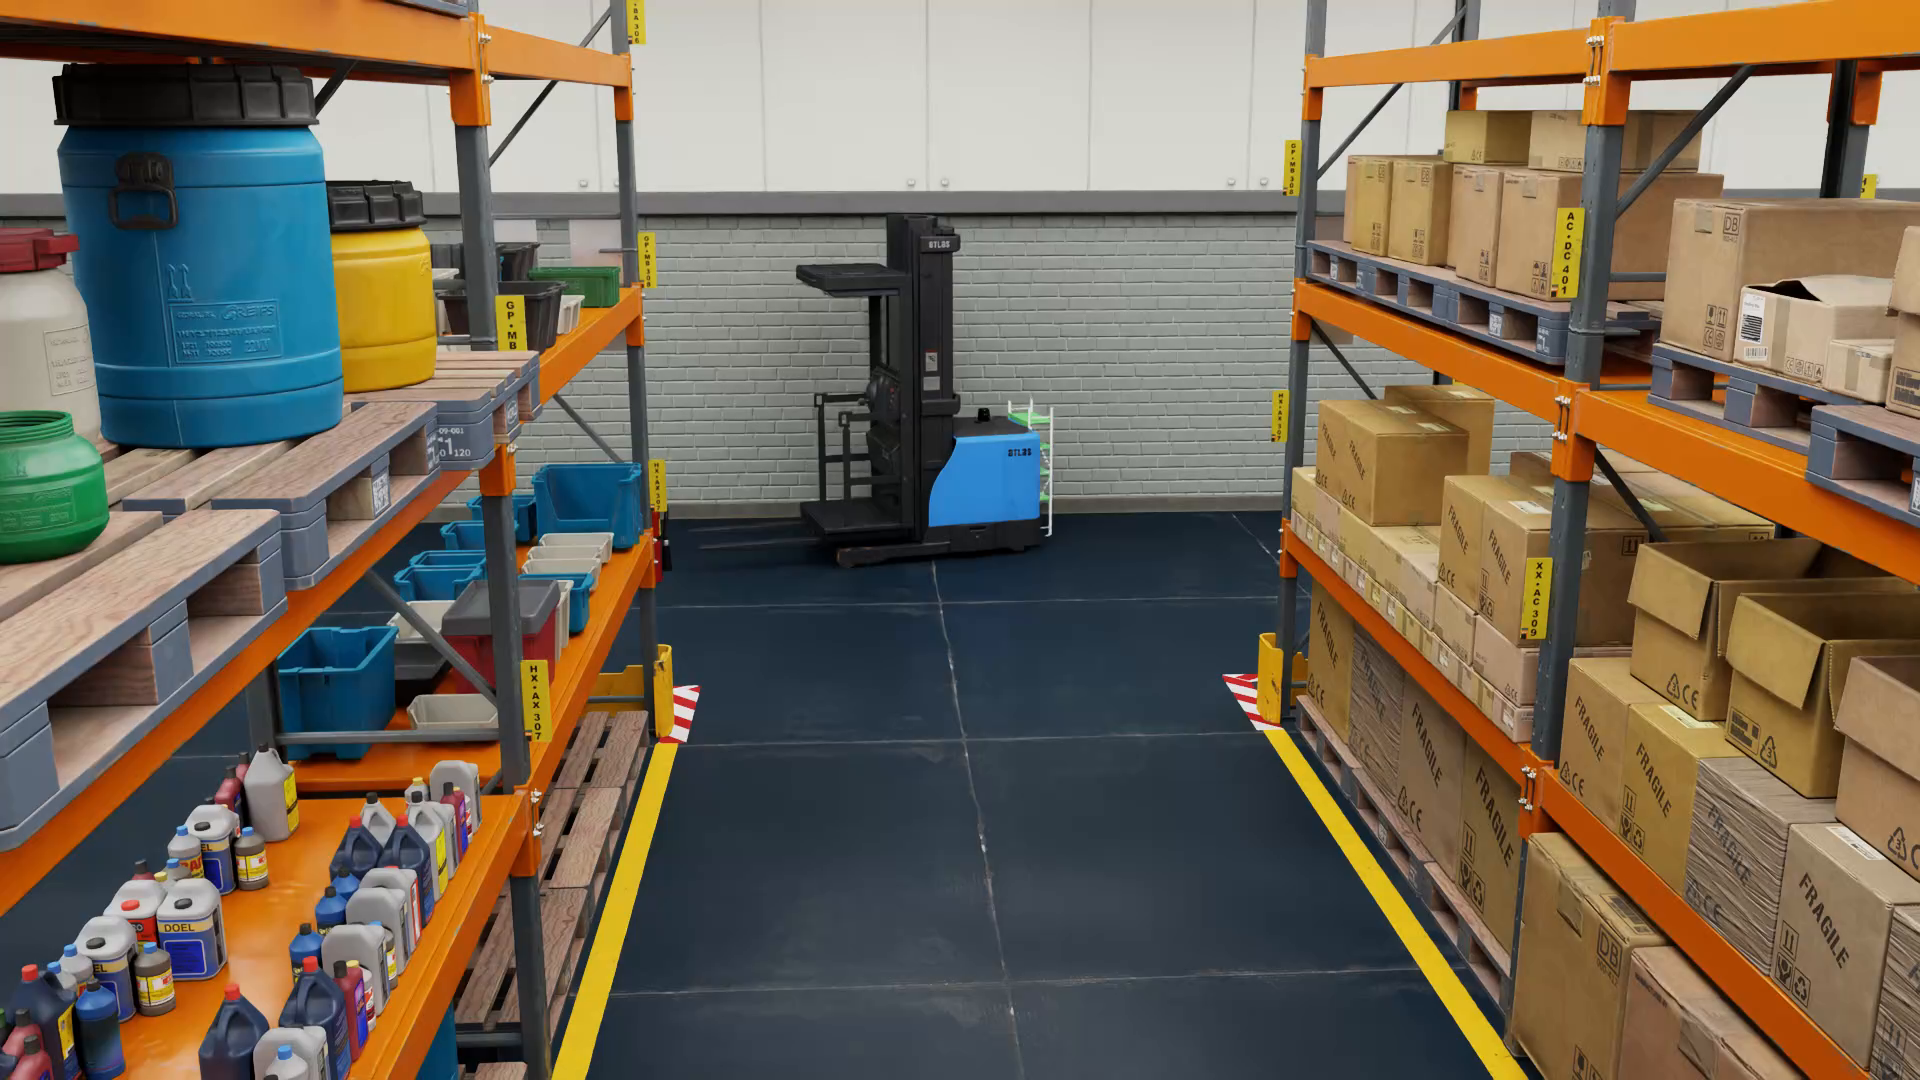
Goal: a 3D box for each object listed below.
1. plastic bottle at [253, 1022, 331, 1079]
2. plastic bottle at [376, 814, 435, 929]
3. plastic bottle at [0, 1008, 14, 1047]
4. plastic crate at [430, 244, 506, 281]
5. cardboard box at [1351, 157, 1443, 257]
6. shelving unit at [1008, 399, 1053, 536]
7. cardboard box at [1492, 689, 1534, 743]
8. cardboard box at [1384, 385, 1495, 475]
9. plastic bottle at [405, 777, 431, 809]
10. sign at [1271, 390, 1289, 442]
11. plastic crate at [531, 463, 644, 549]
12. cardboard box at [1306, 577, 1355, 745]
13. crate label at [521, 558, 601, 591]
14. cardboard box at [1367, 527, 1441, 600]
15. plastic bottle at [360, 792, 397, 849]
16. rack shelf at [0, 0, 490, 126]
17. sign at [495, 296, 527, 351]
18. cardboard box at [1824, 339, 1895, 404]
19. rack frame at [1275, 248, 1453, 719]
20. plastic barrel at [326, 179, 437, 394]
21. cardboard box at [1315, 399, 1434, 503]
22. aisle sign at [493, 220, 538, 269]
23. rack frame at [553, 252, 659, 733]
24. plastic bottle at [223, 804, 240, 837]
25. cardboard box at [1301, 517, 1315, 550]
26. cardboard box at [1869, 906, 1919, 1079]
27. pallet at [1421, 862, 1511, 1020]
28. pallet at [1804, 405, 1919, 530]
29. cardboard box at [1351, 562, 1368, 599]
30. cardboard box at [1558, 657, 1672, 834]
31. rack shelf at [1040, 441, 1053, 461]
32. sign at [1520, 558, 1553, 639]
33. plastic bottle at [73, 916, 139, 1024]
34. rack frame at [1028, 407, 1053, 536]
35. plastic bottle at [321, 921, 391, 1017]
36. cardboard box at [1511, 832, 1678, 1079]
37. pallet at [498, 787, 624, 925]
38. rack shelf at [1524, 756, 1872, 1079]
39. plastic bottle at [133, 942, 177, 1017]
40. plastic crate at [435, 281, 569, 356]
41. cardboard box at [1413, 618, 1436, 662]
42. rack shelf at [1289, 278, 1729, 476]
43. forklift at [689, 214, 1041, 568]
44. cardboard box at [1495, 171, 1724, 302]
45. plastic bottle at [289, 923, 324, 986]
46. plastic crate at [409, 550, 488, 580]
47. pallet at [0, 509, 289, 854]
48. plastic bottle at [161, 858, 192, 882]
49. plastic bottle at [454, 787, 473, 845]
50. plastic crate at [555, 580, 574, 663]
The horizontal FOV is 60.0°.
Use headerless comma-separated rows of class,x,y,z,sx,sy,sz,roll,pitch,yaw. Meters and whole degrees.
plastic bottle,-1.696,1.350,4.232,0.152,0.276,0.135,-1,14,-3
plastic bottle,-1.759,1.046,5.264,0.144,0.351,0.185,-1,14,-3
plastic bottle,-2.447,1.347,4.231,0.061,0.283,0.133,-1,14,-3
plastic crate,-2.581,-1.281,8.312,0.504,0.338,0.767,-1,14,-3
cardboard box,2.542,-1.801,8.967,0.700,0.500,0.500,-1,14,-5
shelving unit,0.648,-0.669,15.444,0.258,1.200,0.503,-5,15,-19
cardboard box,2.444,0.727,6.908,0.380,0.149,0.250,-1,14,-3
cardboard box,2.834,-0.636,9.902,0.500,0.500,0.500,-1,14,-3
plastic bottle,-1.930,0.948,5.943,0.097,0.201,0.097,0,14,0
sign,1.988,-0.769,10.323,0.100,0.325,0.005,-1,14,-3
plastic crate,-2.194,-0.208,9.847,0.616,0.435,0.499,-1,14,-3
cardboard box,2.661,0.665,10.067,0.875,0.875,0.875,-1,14,-3
crate label,-2.125,0.198,8.871,0.396,0.136,0.243,-1,14,-3
cardboard box,2.406,0.117,8.478,0.500,0.250,0.500,-1,14,-5
plastic bottle,-1.914,1.002,5.434,0.144,0.351,0.185,-1,14,-3
rack shelf,-2.030,-1.113,3.764,1.077,0.370,4.000,-1,14,-3
sign,-1.605,-0.712,5.961,0.100,0.325,0.005,-1,14,-3
cardboard box,2.732,-0.486,4.759,0.380,0.149,0.250,-1,15,-6
rack frame,2.542,-0.319,10.469,1.000,3.000,0.127,-1,14,-3
plastic barrel,-1.895,-0.771,4.985,0.600,0.588,0.600,0,14,0
cardboard box,2.333,-0.505,9.393,0.500,0.500,0.500,-1,14,-5
aisle sign,-2.702,-1.514,9.899,0.394,0.787,0.004,-1,14,-3
rack frame,-2.402,-0.242,10.171,1.000,3.000,0.127,-1,14,-3
plastic bottle,-2.523,1.008,5.710,0.097,0.201,0.097,0,14,0
cardboard box,2.252,-0.040,9.889,0.380,0.149,0.250,-1,14,-4
cardboard box,2.699,1.250,4.169,0.500,0.500,0.500,-1,14,-5
pallet,2.821,1.836,7.689,1.003,0.211,1.213,-1,14,-3
pallet,2.872,-0.128,4.085,1.003,0.211,1.213,0,14,-1
cardboard box,2.317,0.216,8.894,0.380,0.149,0.250,-1,14,-4
cardboard box,2.569,0.746,6.130,0.500,0.500,0.500,-1,14,-3
rack shelf,0.648,-0.840,15.400,0.258,0.148,0.480,-5,15,-19
sign,2.236,0.228,6.450,0.100,0.325,0.005,-1,14,-3
plastic bottle,-2.434,1.222,4.731,0.152,0.276,0.135,-1,14,-3
rack frame,0.730,-0.612,15.221,0.240,1.200,0.015,-5,15,-19
plastic bottle,-1.730,1.213,4.764,0.152,0.276,0.135,-1,14,-3
cardboard box,2.849,1.661,6.197,1.225,0.875,0.875,-1,14,-3
pallet,-2.317,1.617,8.543,1.003,0.211,1.213,-1,14,-3
rack shelf,2.914,1.522,4.759,1.077,0.370,4.000,-1,14,-3
plastic bottle,-2.310,1.251,4.766,0.097,0.201,0.097,0,14,0
plastic crate,-1.957,-0.950,7.165,0.497,0.269,0.590,-1,14,-3
cardboard box,2.380,0.471,7.903,0.380,0.149,0.250,-1,14,-2
rack shelf,2.666,-0.925,8.251,1.077,0.370,4.000,-1,14,-3
forklift,-0.853,-1.324,14.516,3.031,2.935,1.130,-4,15,-16
cardboard box,2.681,-1.270,6.904,0.700,0.500,0.500,-2,15,-7
plastic bottle,-1.853,1.222,4.739,0.097,0.271,0.097,0,14,0
plastic crate,-2.633,0.204,8.654,0.416,0.233,0.300,-1,14,-3
pallet,-1.856,0.194,2.834,1.003,0.211,1.213,-1,14,-3
plastic bottle,-2.497,1.114,5.298,0.097,0.201,0.097,0,14,0
plastic bottle,-1.772,0.970,5.858,0.097,0.201,0.097,0,14,0
plastic crate,-2.064,0.398,7.799,0.437,0.282,0.530,-1,14,-3
